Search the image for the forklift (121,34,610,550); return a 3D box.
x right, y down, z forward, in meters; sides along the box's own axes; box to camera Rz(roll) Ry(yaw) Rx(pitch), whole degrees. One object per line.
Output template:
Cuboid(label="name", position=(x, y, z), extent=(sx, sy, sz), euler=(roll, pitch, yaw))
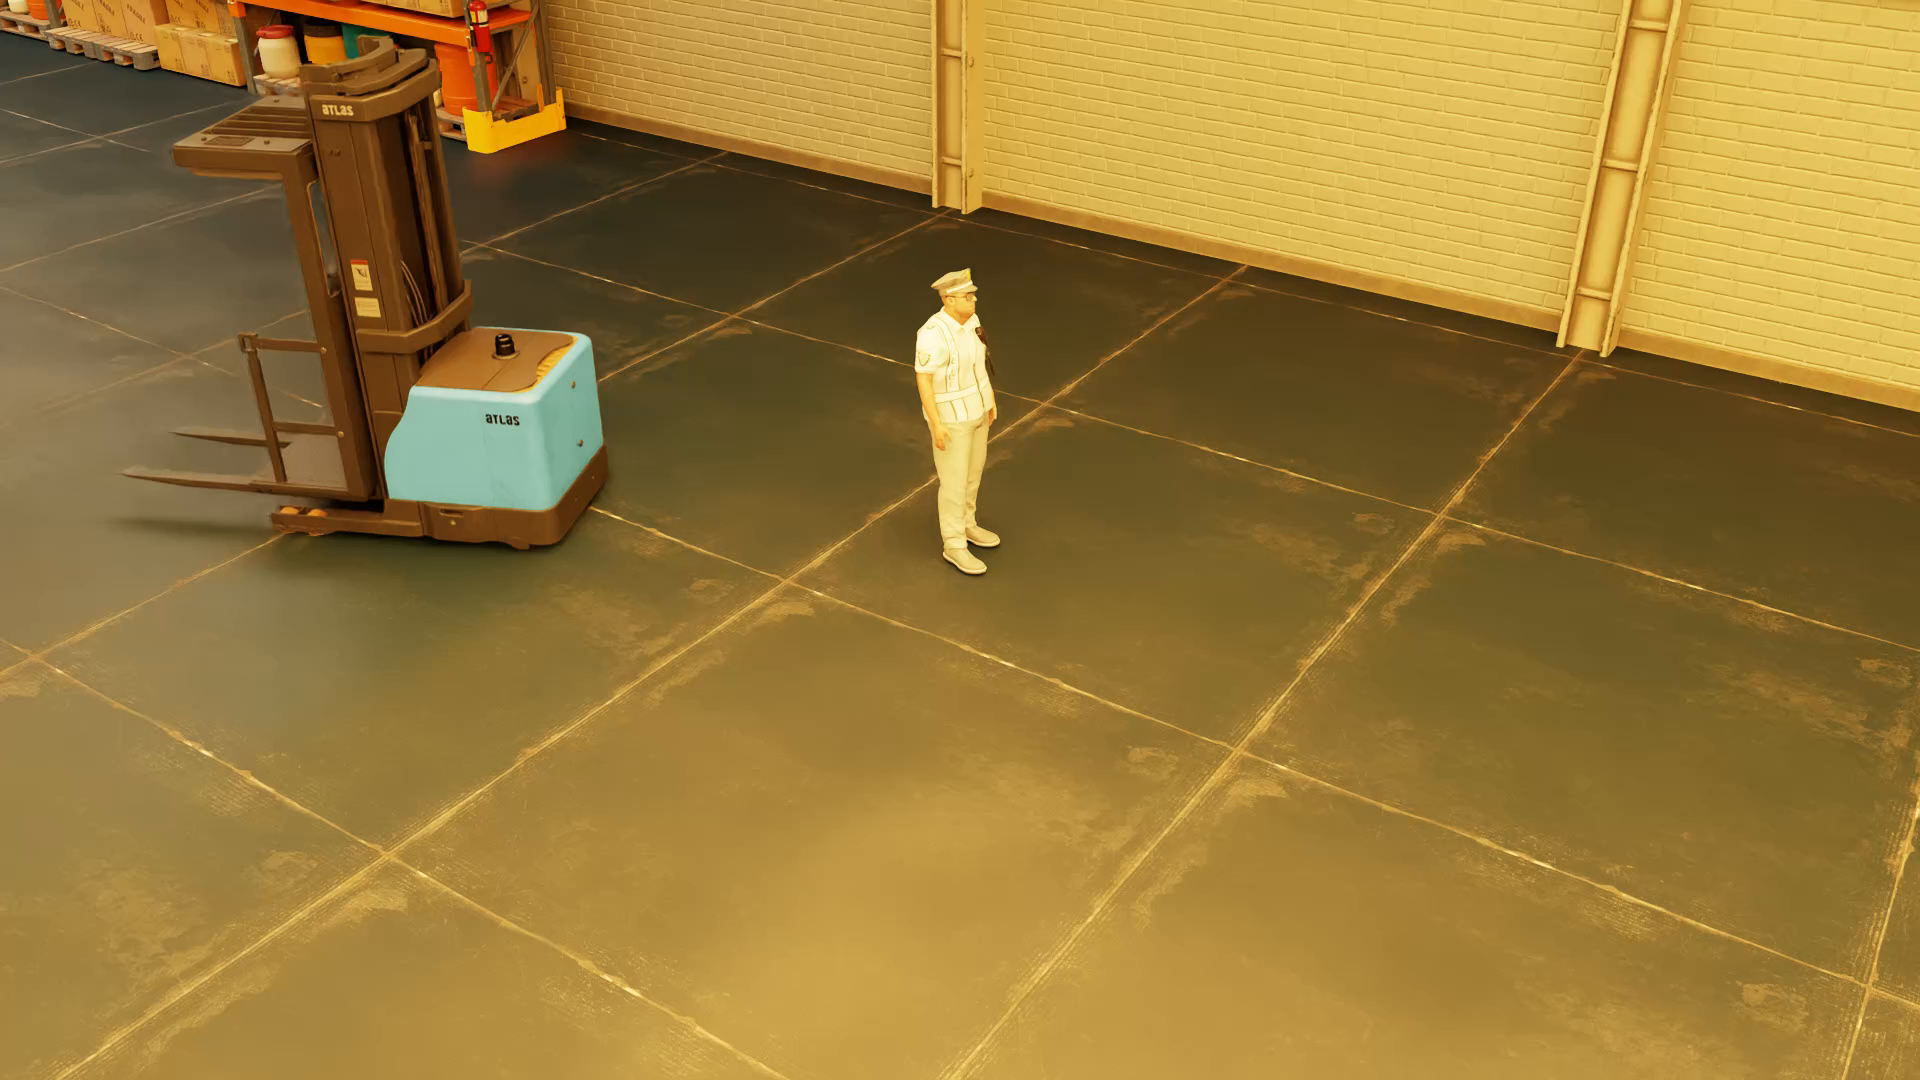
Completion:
Cuboid(label="forklift", position=(-3.905, -1.547, 10.245), extent=(3.031, 2.935, 1.130), euler=(5, 30, 8))

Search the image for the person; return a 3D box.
Cuboid(label="person", position=(0.058, -0.751, 10.002), extent=(0.574, 1.780, 0.641), euler=(19, 35, 29))
